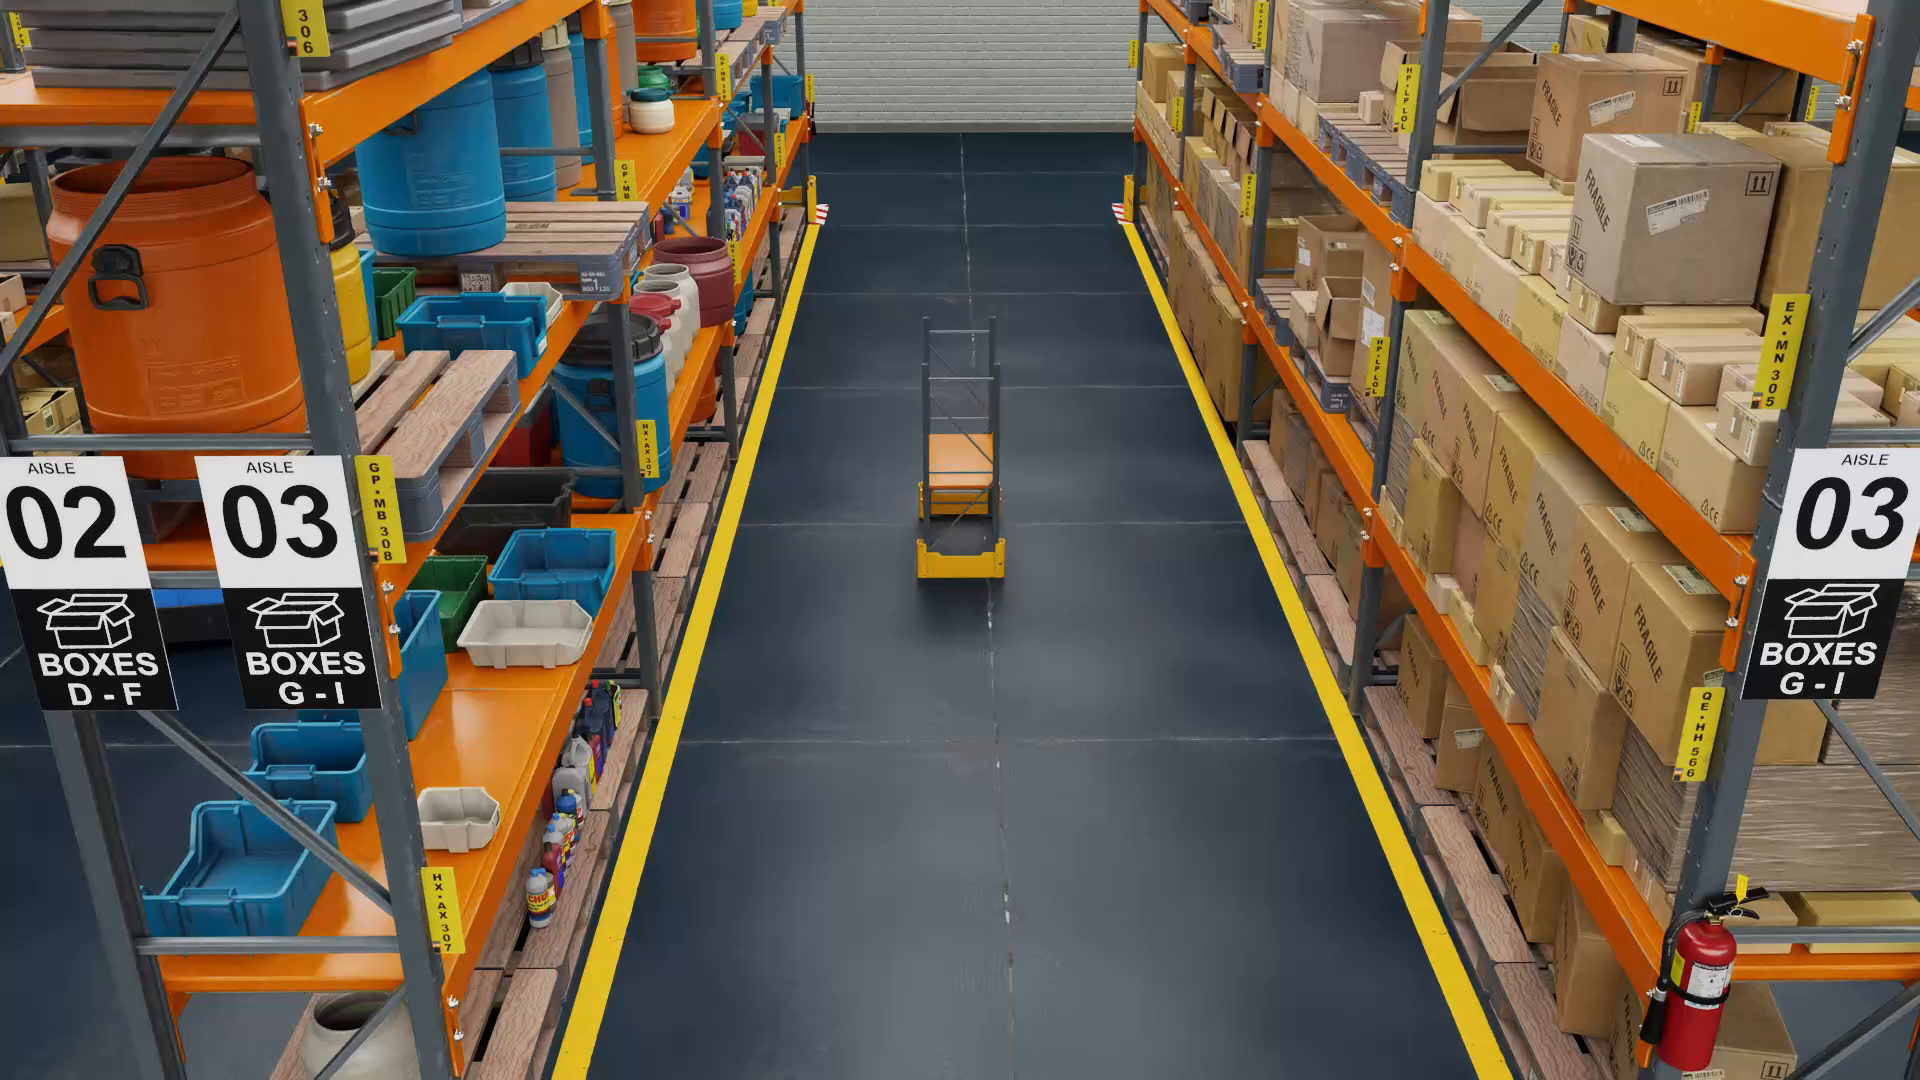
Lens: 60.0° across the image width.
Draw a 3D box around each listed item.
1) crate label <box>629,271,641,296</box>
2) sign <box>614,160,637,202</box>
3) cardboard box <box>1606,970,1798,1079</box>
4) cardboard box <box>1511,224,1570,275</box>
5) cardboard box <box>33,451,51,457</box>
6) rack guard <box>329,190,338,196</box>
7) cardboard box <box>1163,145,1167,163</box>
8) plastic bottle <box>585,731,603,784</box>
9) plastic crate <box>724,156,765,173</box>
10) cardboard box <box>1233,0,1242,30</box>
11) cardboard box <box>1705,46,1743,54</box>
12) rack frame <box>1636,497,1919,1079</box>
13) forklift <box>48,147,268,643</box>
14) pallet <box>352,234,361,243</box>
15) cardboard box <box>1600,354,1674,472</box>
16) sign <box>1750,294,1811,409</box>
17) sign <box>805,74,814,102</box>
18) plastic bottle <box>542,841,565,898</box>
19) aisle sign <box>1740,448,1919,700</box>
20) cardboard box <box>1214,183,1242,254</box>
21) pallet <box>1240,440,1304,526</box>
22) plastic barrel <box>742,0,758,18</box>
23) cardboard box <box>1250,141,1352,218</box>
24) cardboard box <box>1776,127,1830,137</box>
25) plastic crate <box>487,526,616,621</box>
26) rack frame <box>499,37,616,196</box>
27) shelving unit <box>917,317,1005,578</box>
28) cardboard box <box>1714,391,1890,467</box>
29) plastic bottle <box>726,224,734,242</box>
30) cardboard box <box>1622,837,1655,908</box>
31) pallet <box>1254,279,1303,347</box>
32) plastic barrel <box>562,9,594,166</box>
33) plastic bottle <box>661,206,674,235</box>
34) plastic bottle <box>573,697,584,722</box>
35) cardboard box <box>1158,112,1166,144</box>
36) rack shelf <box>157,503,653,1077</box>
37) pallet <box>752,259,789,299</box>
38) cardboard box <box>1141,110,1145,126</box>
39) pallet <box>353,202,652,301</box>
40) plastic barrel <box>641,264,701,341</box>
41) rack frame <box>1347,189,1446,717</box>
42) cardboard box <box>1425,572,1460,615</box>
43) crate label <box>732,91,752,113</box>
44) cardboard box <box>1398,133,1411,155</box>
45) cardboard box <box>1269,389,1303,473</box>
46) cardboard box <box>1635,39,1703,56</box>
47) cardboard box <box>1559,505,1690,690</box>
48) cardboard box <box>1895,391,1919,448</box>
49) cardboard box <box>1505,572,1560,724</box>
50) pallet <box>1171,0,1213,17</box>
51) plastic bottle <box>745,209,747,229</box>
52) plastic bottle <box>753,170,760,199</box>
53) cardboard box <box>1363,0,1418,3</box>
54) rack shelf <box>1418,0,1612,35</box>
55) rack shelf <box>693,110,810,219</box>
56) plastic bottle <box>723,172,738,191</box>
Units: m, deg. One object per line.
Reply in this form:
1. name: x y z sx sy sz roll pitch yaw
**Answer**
1. crate label: -2.515 -1.614 11.635 0.502 0.435 0.616 0 24 -1
2. sign: -1.661 -1.729 8.282 0.100 0.325 0.005 0 24 -1
3. cardboard box: 2.795 1.956 6.309 0.500 0.500 0.500 4 25 9
4. cardboard box: 2.489 -1.190 6.799 0.380 0.149 0.250 -1 24 -2
5. cardboard box: -6.949 -0.498 12.038 0.500 0.250 0.500 -1 24 -1
6. rack guard: -7.295 -4.114 20.239 1.175 0.500 0.348 0 24 -1
7. cardboard box: 2.315 -4.006 17.273 0.380 0.149 0.250 0 24 0
8. plastic bottle: -1.871 1.087 8.469 0.061 0.283 0.133 1 24 3
9. plastic crate: -2.161 -3.756 16.662 0.396 0.136 0.243 0 24 -1
10. cardboard box: 2.654 -4.477 13.735 0.797 0.503 0.637 -1 24 -1
11. cardboard box: 7.833 -4.697 16.799 0.500 0.500 0.500 -1 24 -2
12. rack frame: 2.785 1.266 5.311 1.000 3.000 0.127 0 24 -1
13. forklift: -4.995 -1.260 10.980 1.130 2.935 3.031 -4 25 -9
14. pallet: -7.274 -3.152 18.464 1.003 0.211 1.213 0 24 -1
15. cardboard box: 2.517 -0.436 5.615 0.500 0.250 0.500 0 24 0
16. sign: 2.230 -0.510 4.523 0.100 0.325 0.005 0 24 -1
17. sign: -1.792 -5.388 19.826 0.100 0.325 0.005 0 24 -1
18. plastic bottle: -1.860 1.483 7.592 0.061 0.283 0.133 0 24 0
19. aisle sign: 2.486 0.108 4.716 0.394 0.787 0.004 0 24 -1
20. cardboard box: 2.436 -2.698 13.954 0.500 0.500 0.500 -1 24 -2
21. pallet: 2.705 -0.438 12.462 1.003 0.211 1.213 0 24 -1
22. plastic barrel: -2.086 -4.925 14.622 0.600 0.588 0.600 0 24 0
23. cardboard box: 2.706 -2.835 13.039 0.797 0.503 0.637 1 24 1
24. cardboard box: 7.818 -3.732 15.435 0.380 0.149 0.250 -1 24 -2
25. plastic crate: -1.928 0.162 7.931 0.499 0.251 0.616 0 24 -1
26. rack frame: -2.211 -3.094 7.670 1.000 3.000 0.127 0 24 -1
27. shelving unit: 0.001 -0.652 11.371 0.587 1.500 1.083 0 24 -1
28. cardboard box: 2.470 -0.327 4.892 0.380 0.149 0.250 0 24 -1
29. plastic bottle: -1.900 -2.476 13.726 0.061 0.283 0.133 0 24 -1
30. cardboard box: 2.573 1.161 5.848 0.380 0.149 0.250 0 24 -1
31. pallet: 2.812 -1.650 11.991 1.213 0.211 1.003 0 24 -1
32. plastic barrel: -2.448 -2.703 9.838 0.600 0.901 0.708 0 24 -1
33. plastic bottle: -2.542 -2.801 14.459 0.097 0.271 0.097 0 24 0
34. plastic bottle: -2.060 0.911 8.776 0.144 0.351 0.185 0 24 -1
35. cardboard box: 2.373 -4.350 17.550 0.500 0.250 0.500 0 24 1
36. rack shelf: -2.190 0.792 7.232 1.077 0.370 4.000 0 24 -1
37. pallet: -2.345 -2.689 17.439 1.003 0.211 1.213 0 24 -1
38. cardboard box: 2.292 -4.854 19.147 0.380 0.149 0.250 -1 24 -2
39. pallet: -2.106 -1.344 7.671 1.213 0.211 1.003 0 24 -1
40. plastic barrel: -2.030 -1.636 11.592 0.421 0.512 0.421 0 24 0
41. rack frame: 2.741 -0.382 8.955 1.000 3.000 0.127 0 24 -1
42. cardboard box: 2.437 0.234 7.897 0.380 0.149 0.250 0 24 -1
43. crate label: -2.669 -5.153 19.633 0.416 0.233 0.303 0 24 -1
44. cardboard box: 2.631 -2.266 9.134 0.396 0.266 0.258 1 24 1
45. cardboard box: 2.725 -0.816 12.414 0.700 0.500 0.500 -2 24 -3
46. cardboard box: 7.337 -4.913 17.276 0.500 0.500 0.500 0 24 1
47. cardboard box: 2.521 0.198 5.977 0.500 0.500 0.500 0 24 -1
48. cardboard box: 3.013 -0.329 4.895 0.380 0.149 0.250 0 24 -1
49. cardboard box: 2.719 0.446 6.641 0.875 0.500 0.500 0 24 -1
50. pallet: 2.656 -5.342 16.390 1.003 0.211 1.213 0 24 -1
51. plastic bottle: -1.929 -2.848 14.648 0.097 0.201 0.097 0 24 0
52. plastic bottle: -1.923 -3.347 15.653 0.061 0.283 0.133 0 24 -1
53. cardboard box: 2.953 -3.475 11.426 0.500 0.500 0.500 0 24 1
54. rack shelf: 2.720 -3.430 9.772 1.077 0.370 4.000 0 24 -1
55. rack shelf: -2.320 -4.153 18.165 1.077 0.370 4.000 0 24 -1
56. plastic bottle: -2.103 -3.180 15.201 0.144 0.351 0.185 0 24 -1
